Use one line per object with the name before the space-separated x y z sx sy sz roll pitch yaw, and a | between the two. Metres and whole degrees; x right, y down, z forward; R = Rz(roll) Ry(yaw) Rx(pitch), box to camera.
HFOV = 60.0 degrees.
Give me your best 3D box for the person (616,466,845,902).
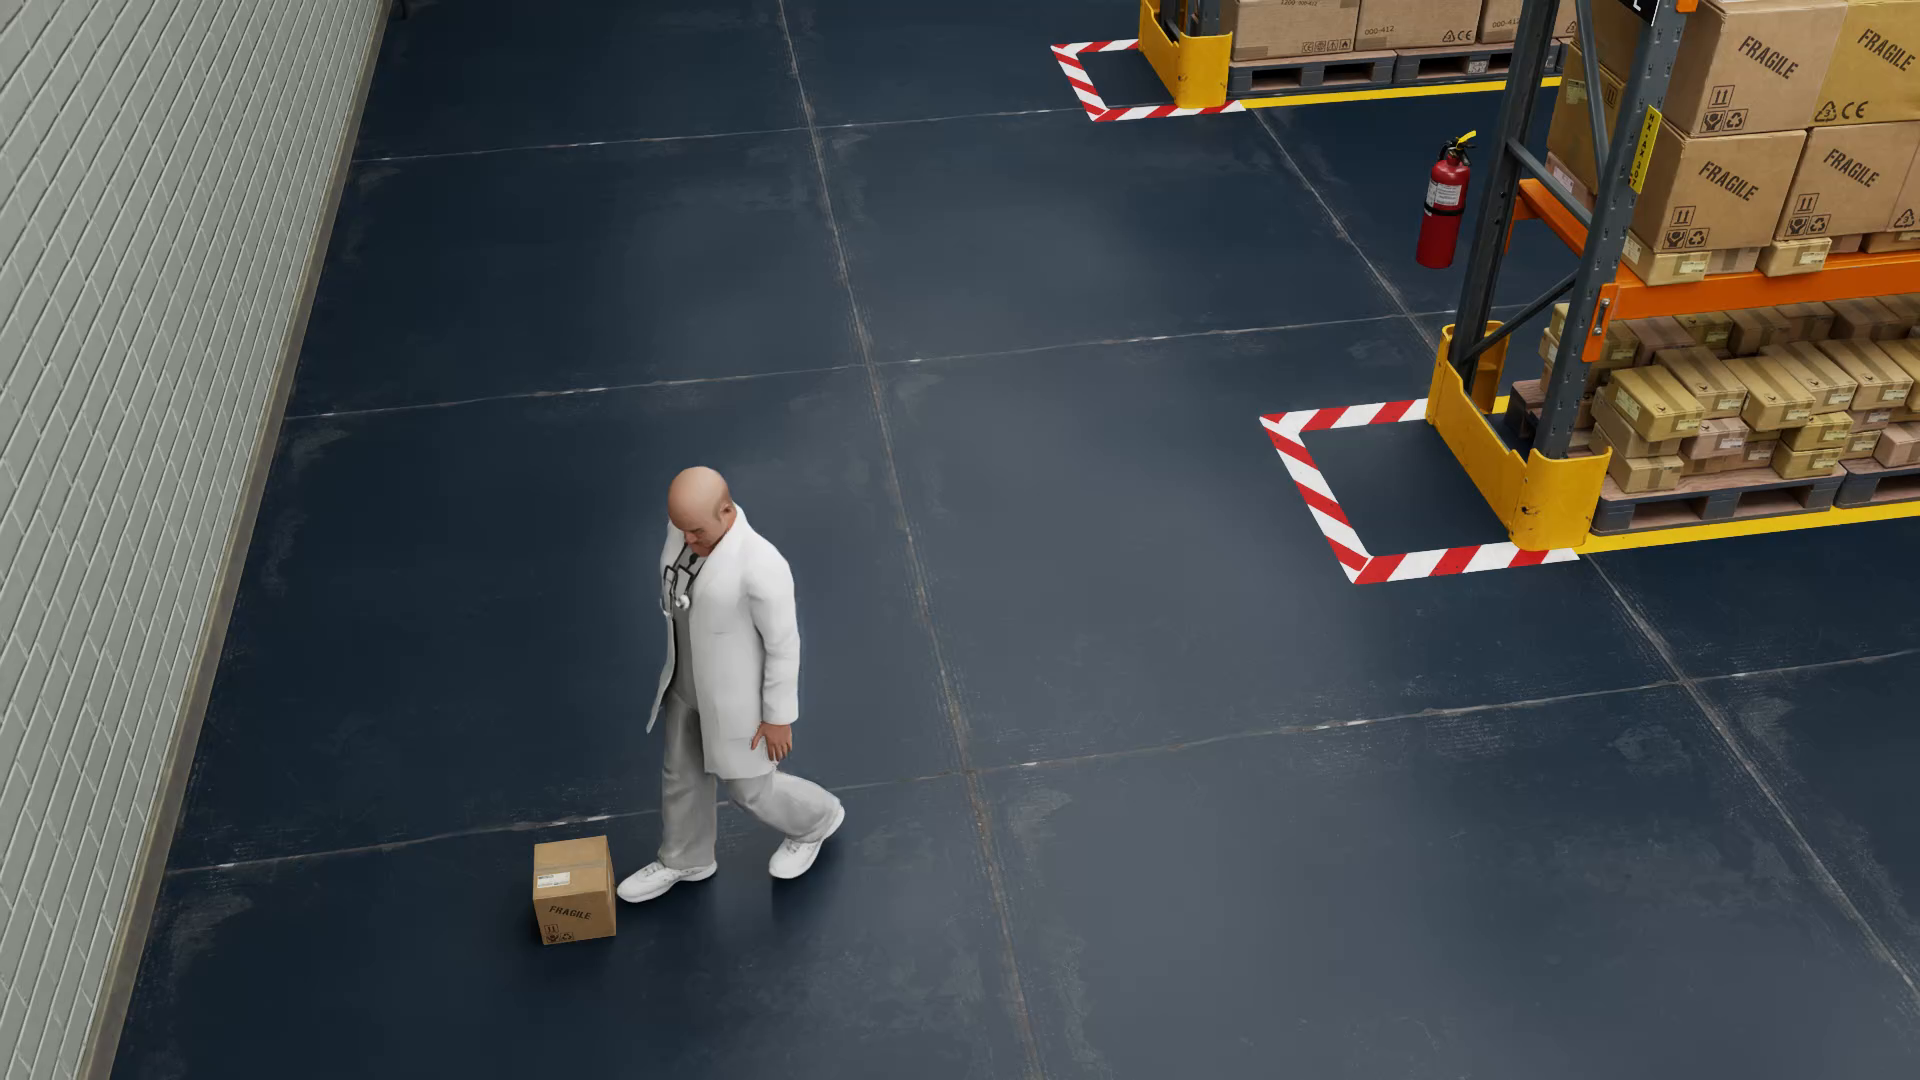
person | -0.812 0.505 5.510 0.816 1.753 0.630 -29 47 -32
